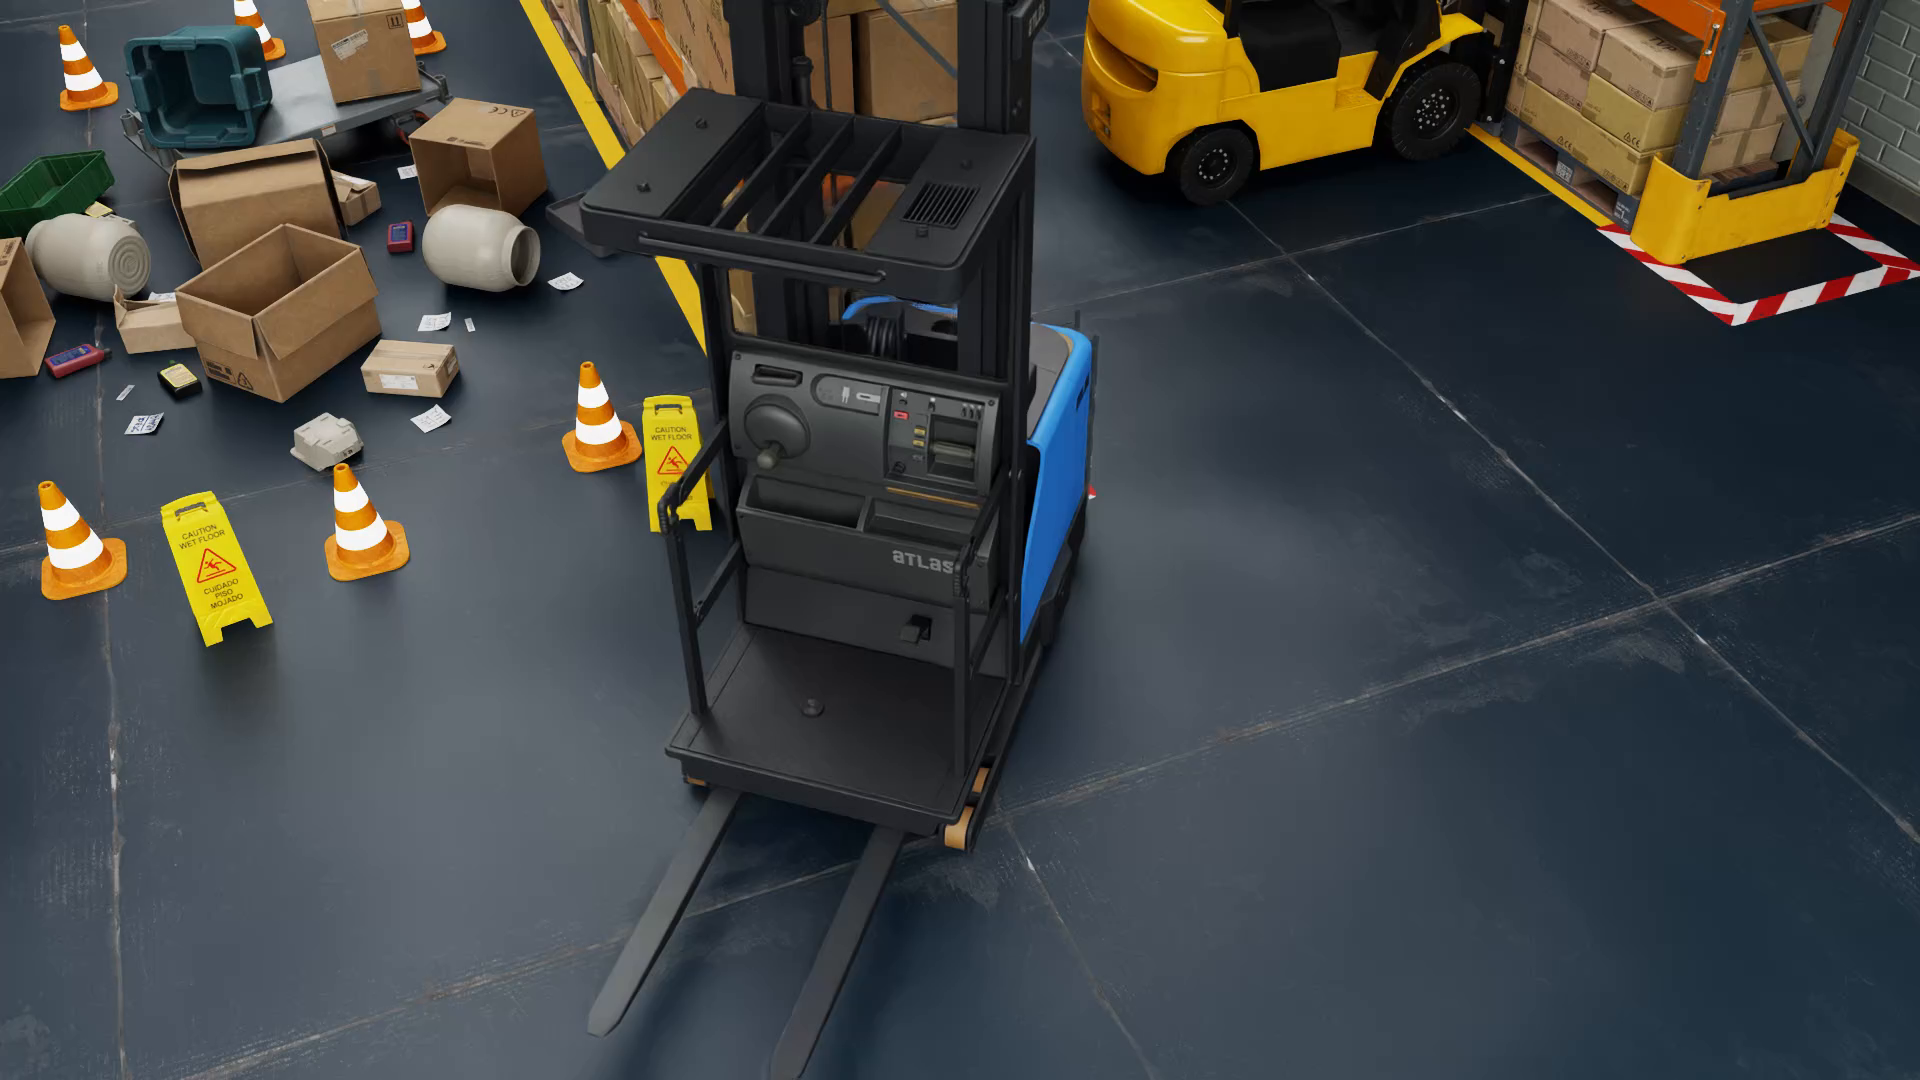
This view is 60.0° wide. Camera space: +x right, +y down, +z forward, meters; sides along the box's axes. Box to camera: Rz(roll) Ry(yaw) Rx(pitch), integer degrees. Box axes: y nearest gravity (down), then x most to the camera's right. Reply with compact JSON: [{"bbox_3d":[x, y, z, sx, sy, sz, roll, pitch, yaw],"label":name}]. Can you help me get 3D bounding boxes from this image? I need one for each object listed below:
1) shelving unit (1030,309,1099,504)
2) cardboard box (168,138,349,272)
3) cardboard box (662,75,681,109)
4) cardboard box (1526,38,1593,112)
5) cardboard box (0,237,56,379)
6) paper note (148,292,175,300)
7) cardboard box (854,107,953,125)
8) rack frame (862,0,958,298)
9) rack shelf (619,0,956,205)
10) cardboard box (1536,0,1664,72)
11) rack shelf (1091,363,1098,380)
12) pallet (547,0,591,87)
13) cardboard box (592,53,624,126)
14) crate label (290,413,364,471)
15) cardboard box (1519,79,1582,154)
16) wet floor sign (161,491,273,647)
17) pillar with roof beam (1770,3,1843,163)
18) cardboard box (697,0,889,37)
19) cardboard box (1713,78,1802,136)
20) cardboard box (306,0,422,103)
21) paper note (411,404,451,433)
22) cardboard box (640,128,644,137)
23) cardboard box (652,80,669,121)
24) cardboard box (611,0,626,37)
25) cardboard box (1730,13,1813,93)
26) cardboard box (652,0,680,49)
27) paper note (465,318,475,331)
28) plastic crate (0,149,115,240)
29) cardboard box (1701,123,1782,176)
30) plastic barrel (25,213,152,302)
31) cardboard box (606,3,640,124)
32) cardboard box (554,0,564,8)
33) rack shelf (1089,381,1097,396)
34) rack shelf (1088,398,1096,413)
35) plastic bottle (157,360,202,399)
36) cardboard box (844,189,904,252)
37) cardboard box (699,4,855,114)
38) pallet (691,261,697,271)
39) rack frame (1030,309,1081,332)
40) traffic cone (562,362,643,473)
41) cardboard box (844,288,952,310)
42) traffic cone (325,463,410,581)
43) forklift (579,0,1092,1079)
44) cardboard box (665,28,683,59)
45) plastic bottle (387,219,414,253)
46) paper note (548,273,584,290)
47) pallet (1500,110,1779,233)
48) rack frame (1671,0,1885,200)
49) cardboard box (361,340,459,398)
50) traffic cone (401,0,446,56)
[{"bbox_3d":[0.427,-0.543,7.190,0.258,0.900,0.210,-13,42,-14],"label":"shelving unit"},{"bbox_3d":[-3.687,-1.725,8.766,0.797,0.637,0.503,-15,43,-17],"label":"cardboard box"},{"bbox_3d":[-1.253,-2.212,8.236,0.380,0.149,0.250,-13,42,-15],"label":"cardboard box"},{"bbox_3d":[3.617,-2.699,9.491,0.500,0.250,0.500,-16,43,-17],"label":"cardboard box"},{"bbox_3d":[-4.834,-1.120,8.167,0.500,0.500,0.500,-8,41,-9],"label":"cardboard box"},{"bbox_3d":[-4.166,-1.256,8.693,0.172,0.023,0.155,-2,41,-2],"label":"paper note"},{"bbox_3d":[-0.249,-1.793,7.227,0.380,0.149,0.250,-15,43,-17],"label":"cardboard box"},{"bbox_3d":[-0.311,-1.632,6.847,1.000,3.000,0.127,-15,43,-17],"label":"rack frame"},{"bbox_3d":[-1.076,-2.564,8.483,1.077,0.370,4.000,-15,43,-17],"label":"rack shelf"},{"bbox_3d":[3.609,-2.874,9.312,0.500,0.250,0.500,-14,43,-16],"label":"cardboard box"},{"bbox_3d":[0.426,-0.723,7.036,0.258,0.077,0.200,-13,42,-14],"label":"rack shelf"},{"bbox_3d":[-2.141,-3.453,11.104,1.003,0.211,1.213,-15,43,-17],"label":"pallet"},{"bbox_3d":[-1.865,-2.736,9.917,0.500,0.250,0.500,-17,44,-19],"label":"cardboard box"},{"bbox_3d":[-2.921,-0.460,7.680,0.298,0.136,0.250,27,47,27],"label":"crate label"},{"bbox_3d":[3.621,-2.495,9.638,0.500,0.250,0.500,-15,43,-17],"label":"cardboard box"},{"bbox_3d":[-3.005,0.080,6.662,0.267,0.644,0.232,-23,46,-24],"label":"wet floor sign"},{"bbox_3d":[0.863,-4.718,5.834,9.100,9.000,0.400,-15,43,-17],"label":"pillar with roof beam"},{"bbox_3d":[-0.708,-2.415,6.686,0.700,0.500,0.500,-16,43,-18],"label":"cardboard box"},{"bbox_3d":[4.286,-2.514,9.276,0.500,0.250,0.500,-14,43,-16],"label":"cardboard box"},{"bbox_3d":[-3.474,-2.919,9.680,0.500,0.500,0.500,-15,43,-17],"label":"cardboard box"},{"bbox_3d":[-2.512,-0.579,7.900,0.148,0.019,0.142,-31,49,-31],"label":"paper note"},{"bbox_3d":[-1.445,-2.098,9.176,0.500,0.250,0.500,-16,43,-17],"label":"cardboard box"},{"bbox_3d":[-1.248,-2.070,8.568,0.500,0.500,0.500,-16,43,-18],"label":"cardboard box"},{"bbox_3d":[-1.674,-2.866,8.997,0.380,0.149,0.250,-14,43,-15],"label":"cardboard box"},{"bbox_3d":[4.265,-2.705,9.115,0.500,0.250,0.500,-16,43,-18],"label":"cardboard box"},{"bbox_3d":[-1.149,-2.646,7.722,0.500,0.500,0.500,-15,43,-17],"label":"cardboard box"},{"bbox_3d":[-2.513,-1.104,8.526,0.032,0.001,0.123,-15,43,-17],"label":"paper note"},{"bbox_3d":[-5.099,-1.924,9.299,0.450,0.188,0.662,-3,40,12],"label":"plastic crate"},{"bbox_3d":[4.267,-2.334,9.450,0.500,0.250,0.500,-15,43,-17],"label":"cardboard box"},{"bbox_3d":[-4.525,-1.468,8.633,0.512,0.421,0.421,12,42,13],"label":"plastic barrel"},{"bbox_3d":[-1.649,-2.700,9.301,0.500,0.500,0.500,-13,42,-15],"label":"cardboard box"},{"bbox_3d":[-2.322,-3.952,11.239,0.950,0.372,0.625,-13,42,-14],"label":"cardboard box"},{"bbox_3d":[0.426,-0.654,7.095,0.258,0.077,0.200,-13,42,-14],"label":"rack shelf"},{"bbox_3d":[0.427,-0.586,7.153,0.258,0.077,0.200,-13,42,-14],"label":"rack shelf"},{"bbox_3d":[-3.827,-0.791,8.124,0.133,0.061,0.283,-31,49,-31],"label":"plastic bottle"},{"bbox_3d":[-0.374,-1.602,8.024,0.500,0.500,0.500,-16,43,-18],"label":"cardboard box"},{"bbox_3d":[-0.773,-2.041,7.018,0.500,0.500,0.500,-16,43,-18],"label":"cardboard box"},{"bbox_3d":[-1.081,-1.853,9.242,1.003,0.211,1.213,-15,43,-17],"label":"pallet"},{"bbox_3d":[0.394,-0.605,7.263,0.240,0.900,0.006,-13,42,-14],"label":"rack frame"},{"bbox_3d":[-1.667,-0.607,7.601,0.336,0.463,0.334,-15,43,-17],"label":"traffic cone"},{"bbox_3d":[-0.364,-1.304,8.252,0.500,0.250,0.500,-15,43,-17],"label":"cardboard box"},{"bbox_3d":[-2.563,-0.126,7.041,0.336,0.463,0.334,-15,43,-17],"label":"traffic cone"},{"bbox_3d":[-0.388,-0.298,5.349,1.130,2.935,3.031,11,42,13],"label":"forklift"},{"bbox_3d":[-1.206,-2.462,8.005,0.380,0.149,0.250,-16,43,-17],"label":"cardboard box"},{"bbox_3d":[-3.080,-1.682,9.159,0.133,0.061,0.283,-8,41,-9],"label":"plastic bottle"},{"bbox_3d":[-2.090,-1.374,8.825,0.142,0.019,0.148,-31,49,-31],"label":"paper note"},{"bbox_3d":[3.942,-2.266,9.723,1.003,0.211,1.213,-15,43,-17],"label":"pallet"},{"bbox_3d":[4.274,-2.873,8.290,1.000,3.000,0.127,-15,43,-17],"label":"rack frame"},{"bbox_3d":[-2.678,-0.836,8.109,0.380,0.149,0.250,5,41,6],"label":"cardboard box"},{"bbox_3d":[-3.609,-3.478,10.939,0.336,0.463,0.334,-15,43,-17],"label":"traffic cone"}]
